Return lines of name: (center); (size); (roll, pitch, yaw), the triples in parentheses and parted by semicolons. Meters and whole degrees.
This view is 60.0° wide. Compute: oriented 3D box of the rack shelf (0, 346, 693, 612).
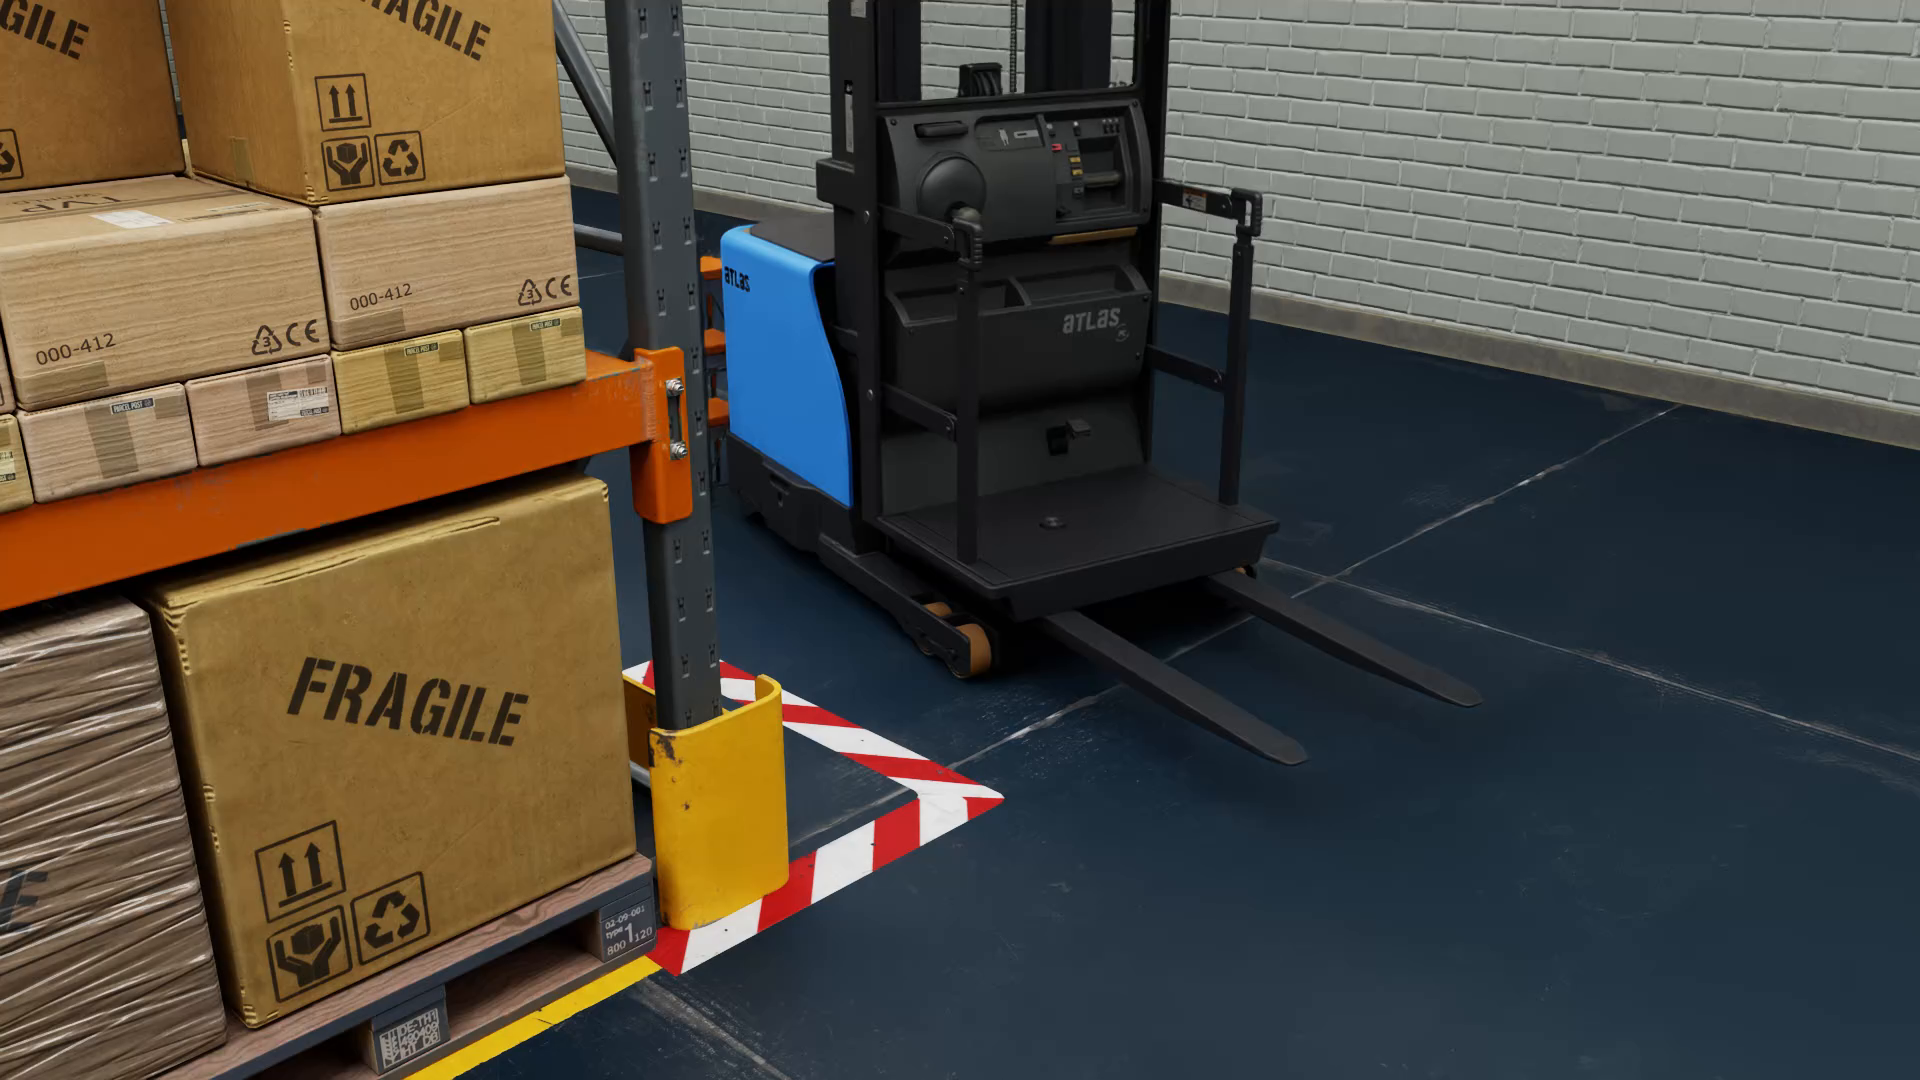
rack shelf: (-2.332, 0.161, 2.478); (1.077, 0.370, 4.000); (19, 28, 41)

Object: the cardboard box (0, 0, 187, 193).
cardboard box: (-1.813, -0.924, 3.046); (0.500, 0.500, 0.500); (18, 28, 39)

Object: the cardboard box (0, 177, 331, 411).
cardboard box: (-1.439, -0.437, 2.825); (0.500, 0.250, 0.500); (19, 28, 40)

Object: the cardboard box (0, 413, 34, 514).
cardboard box: (-1.660, -0.135, 2.595); (0.380, 0.149, 0.250); (18, 28, 39)

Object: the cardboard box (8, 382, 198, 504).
cardboard box: (-1.481, -0.202, 2.770); (0.250, 0.149, 0.380); (-20, 28, -41)

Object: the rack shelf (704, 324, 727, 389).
rack shelf: (-0.965, -0.664, 6.369); (0.215, 0.259, 0.240); (-17, 27, -37)

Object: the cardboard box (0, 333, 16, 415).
cardboard box: (-1.793, -0.306, 2.484); (0.500, 0.250, 0.500); (18, 27, 39)

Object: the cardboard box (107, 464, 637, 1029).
cardboard box: (-1.326, 0.291, 3.513); (0.875, 0.875, 0.875); (19, 28, 41)

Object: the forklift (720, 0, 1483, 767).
forklift: (0.306, -1.141, 4.958); (1.130, 2.935, 3.031); (-12, 24, -29)

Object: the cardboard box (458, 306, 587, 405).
cardboard box: (-0.949, -0.398, 3.279); (0.250, 0.149, 0.380); (-20, 28, -41)

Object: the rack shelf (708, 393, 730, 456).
rack shelf: (-0.965, -0.405, 6.468); (0.215, 0.259, 0.240); (-17, 27, -37)

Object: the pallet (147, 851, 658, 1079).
pallet: (-1.438, 0.838, 3.601); (1.003, 0.211, 1.213); (19, 28, 41)

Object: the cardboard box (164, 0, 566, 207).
cardboard box: (-1.088, -0.917, 3.029); (0.500, 0.500, 0.500); (20, 29, 41)

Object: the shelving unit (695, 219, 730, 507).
shelving unit: (-0.965, -0.674, 6.365); (0.215, 1.050, 0.252); (-17, 27, -37)

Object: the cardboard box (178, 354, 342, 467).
cardboard box: (-1.306, -0.266, 2.936); (0.380, 0.149, 0.250); (19, 28, 41)

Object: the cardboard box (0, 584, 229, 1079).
cardboard box: (-1.960, 0.525, 2.904); (0.875, 0.875, 0.875); (19, 28, 41)

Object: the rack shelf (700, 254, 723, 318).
rack shelf: (-0.965, -0.929, 6.267); (0.215, 0.259, 0.240); (-17, 27, -37)

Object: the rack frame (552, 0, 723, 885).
rack frame: (-0.936, -0.689, 3.687); (1.000, 3.000, 0.127); (19, 28, 41)

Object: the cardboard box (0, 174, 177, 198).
cardboard box: (-1.823, -0.567, 3.163); (0.500, 0.250, 0.500); (19, 28, 40)

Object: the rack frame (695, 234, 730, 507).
rack frame: (-0.886, -0.641, 6.278); (0.200, 1.050, 0.008); (-17, 27, -37)

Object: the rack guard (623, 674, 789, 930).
rack guard: (-0.920, 0.471, 4.151); (1.175, 0.500, 0.348); (19, 28, 41)

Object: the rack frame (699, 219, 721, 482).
rack frame: (-1.043, -0.708, 6.452); (0.200, 1.050, 0.008); (-17, 27, -37)

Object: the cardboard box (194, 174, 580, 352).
cardboard box: (-1.084, -0.567, 3.163); (0.500, 0.250, 0.500); (19, 28, 40)

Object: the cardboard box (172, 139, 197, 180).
cardboard box: (-1.465, -0.702, 3.515); (0.500, 0.250, 0.500); (18, 28, 39)

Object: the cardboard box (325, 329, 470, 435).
cardboard box: (-1.129, -0.331, 3.104); (0.380, 0.149, 0.250); (20, 28, 41)
